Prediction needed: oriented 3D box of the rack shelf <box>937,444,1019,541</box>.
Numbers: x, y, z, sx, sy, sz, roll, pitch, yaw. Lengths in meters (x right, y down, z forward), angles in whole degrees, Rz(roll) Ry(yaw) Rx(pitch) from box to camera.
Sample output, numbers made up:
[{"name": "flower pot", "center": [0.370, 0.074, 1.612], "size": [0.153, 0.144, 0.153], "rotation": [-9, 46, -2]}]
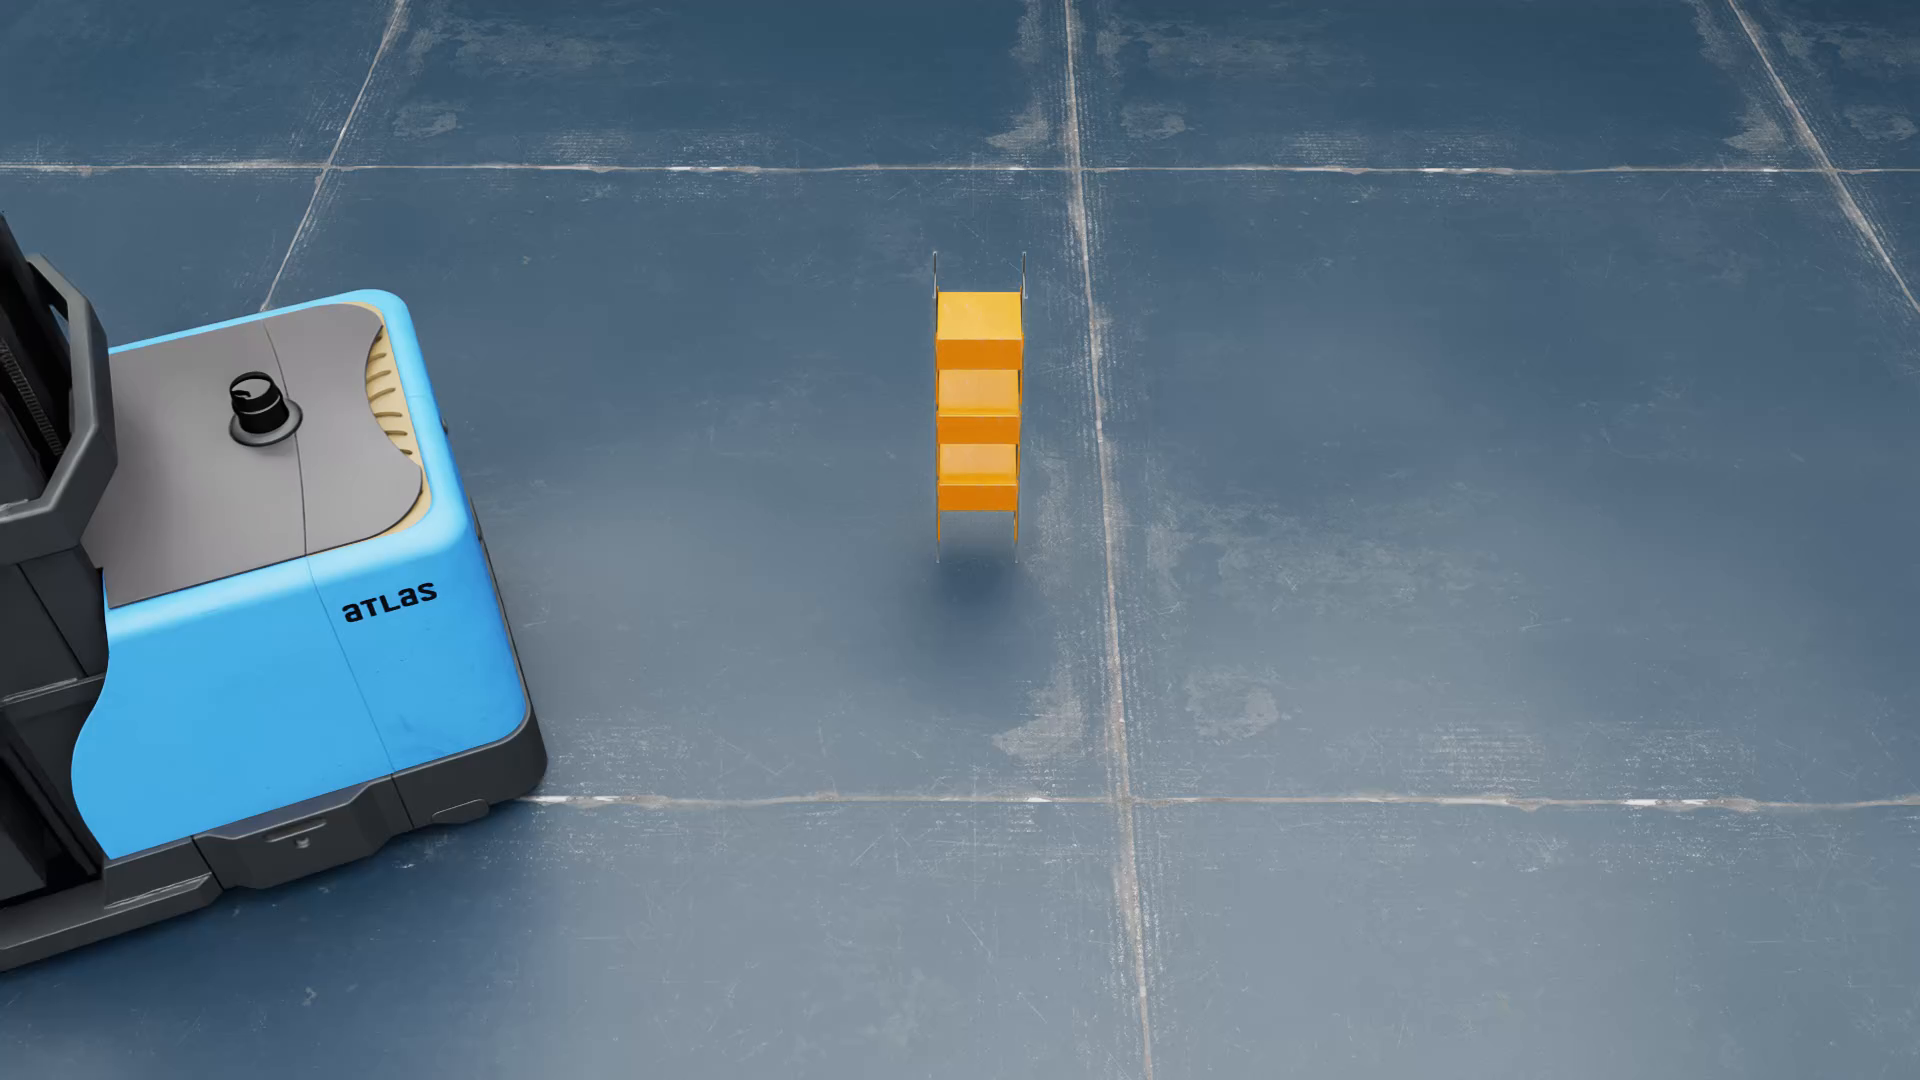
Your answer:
[{"name": "rack shelf", "center": [0.054, -0.161, 5.077], "size": [0.240, 0.259, 0.215], "rotation": [0, 47, 0]}]

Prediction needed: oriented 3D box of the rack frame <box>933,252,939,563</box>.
[{"name": "rack frame", "center": [-0.068, -0.358, 4.866], "size": [0.008, 1.050, 0.200], "rotation": [0, 47, 0]}]

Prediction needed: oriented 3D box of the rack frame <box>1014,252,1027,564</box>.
[{"name": "rack frame", "center": [0.176, -0.357, 4.865], "size": [0.008, 1.050, 0.200], "rotation": [0, 47, 0]}]

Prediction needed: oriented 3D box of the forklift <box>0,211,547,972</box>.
[{"name": "forklift", "center": [-2.704, -0.220, 3.452], "size": [3.031, 2.935, 1.130], "rotation": [-17, 49, -15]}]

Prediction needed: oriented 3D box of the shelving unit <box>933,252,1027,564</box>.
[{"name": "shelving unit", "center": [0.054, -0.358, 4.866], "size": [0.252, 1.050, 0.215], "rotation": [0, 47, 0]}]

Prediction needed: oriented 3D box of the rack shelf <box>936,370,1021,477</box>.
[{"name": "rack shelf", "center": [0.054, -0.350, 4.873], "size": [0.240, 0.259, 0.215], "rotation": [0, 47, 0]}]

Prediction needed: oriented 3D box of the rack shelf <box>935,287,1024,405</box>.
[{"name": "rack shelf", "center": [0.054, -0.544, 4.666], "size": [0.240, 0.259, 0.215], "rotation": [0, 47, 0]}]
